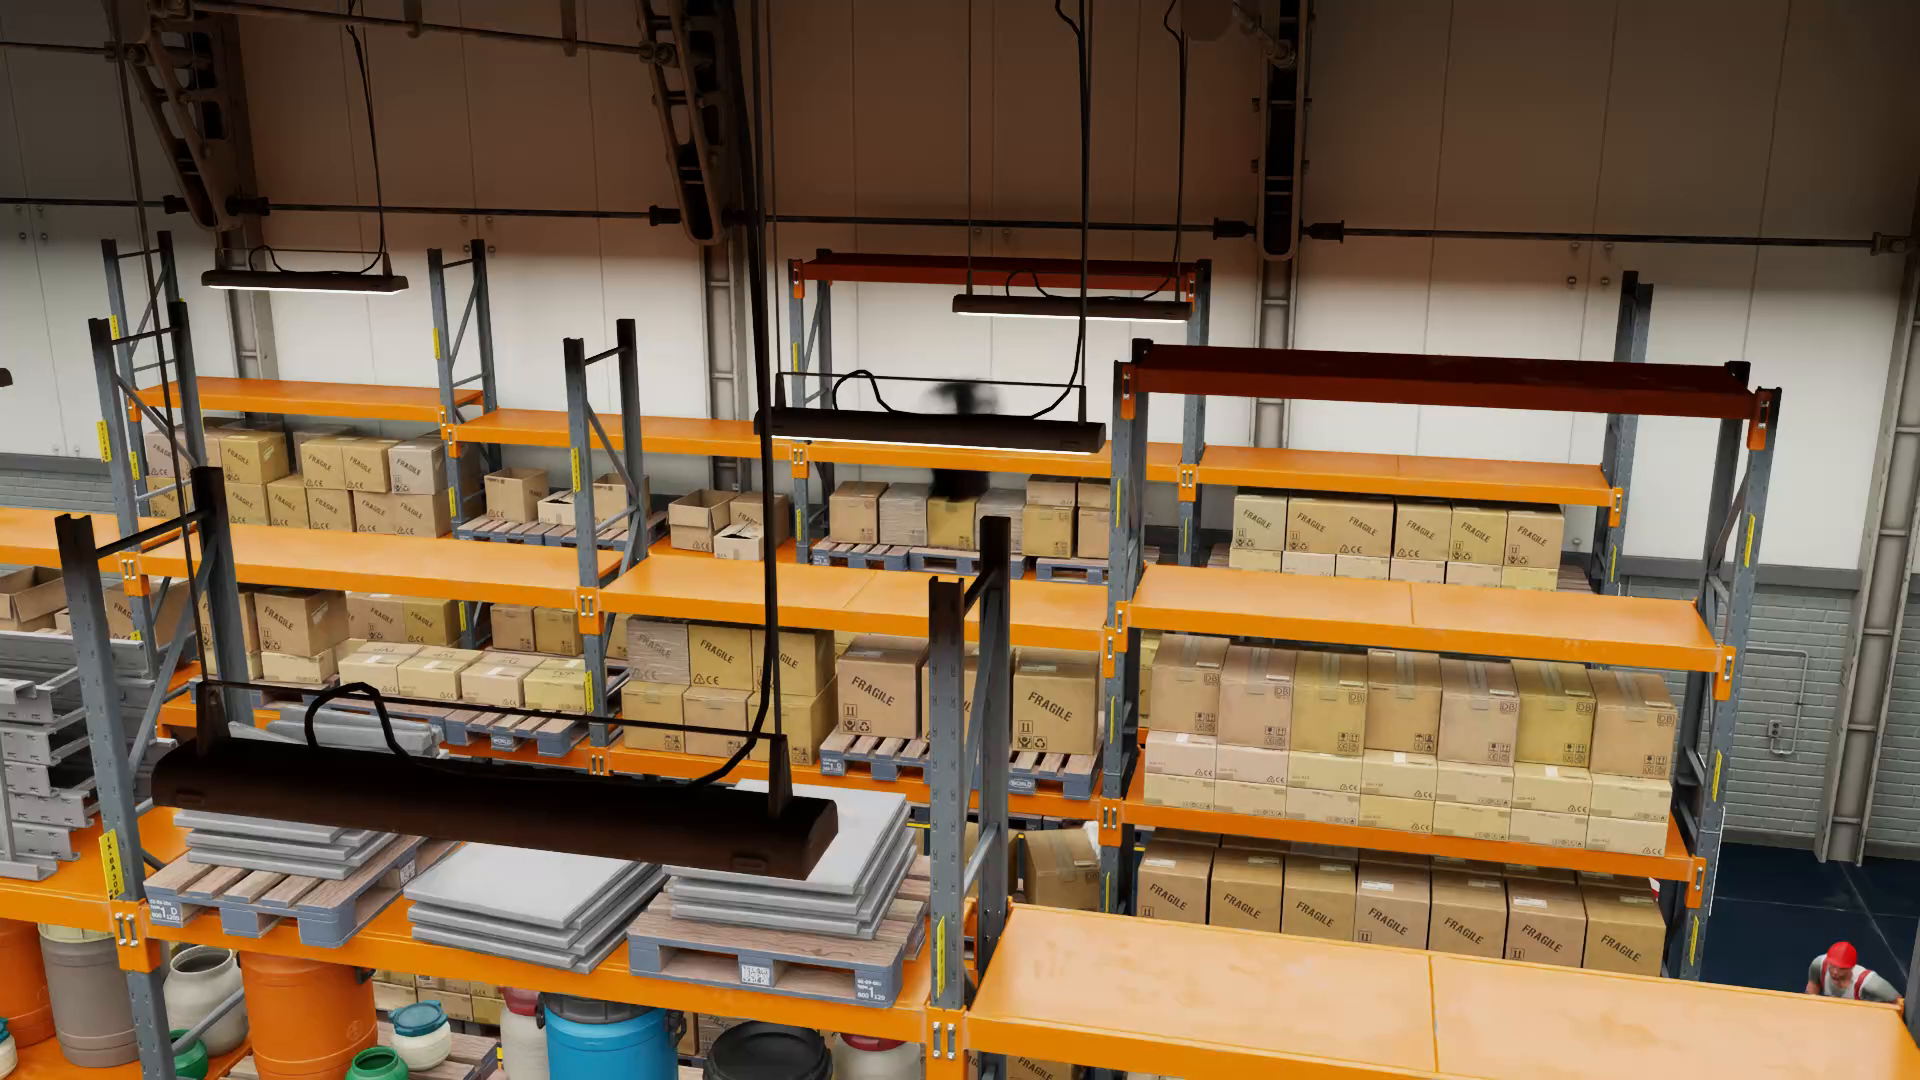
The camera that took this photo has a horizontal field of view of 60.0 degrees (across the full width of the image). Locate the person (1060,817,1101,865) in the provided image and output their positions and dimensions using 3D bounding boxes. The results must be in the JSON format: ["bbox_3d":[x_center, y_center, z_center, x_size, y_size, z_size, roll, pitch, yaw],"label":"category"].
[{"bbox_3d":[1.108,3.110,14.741,0.736,1.700,0.639,0,16,0],"label":"person"}]

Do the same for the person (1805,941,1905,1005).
[{"bbox_3d":[6.855,3.728,12.781,0.939,1.600,0.674,-13,21,-38],"label":"person"}]
